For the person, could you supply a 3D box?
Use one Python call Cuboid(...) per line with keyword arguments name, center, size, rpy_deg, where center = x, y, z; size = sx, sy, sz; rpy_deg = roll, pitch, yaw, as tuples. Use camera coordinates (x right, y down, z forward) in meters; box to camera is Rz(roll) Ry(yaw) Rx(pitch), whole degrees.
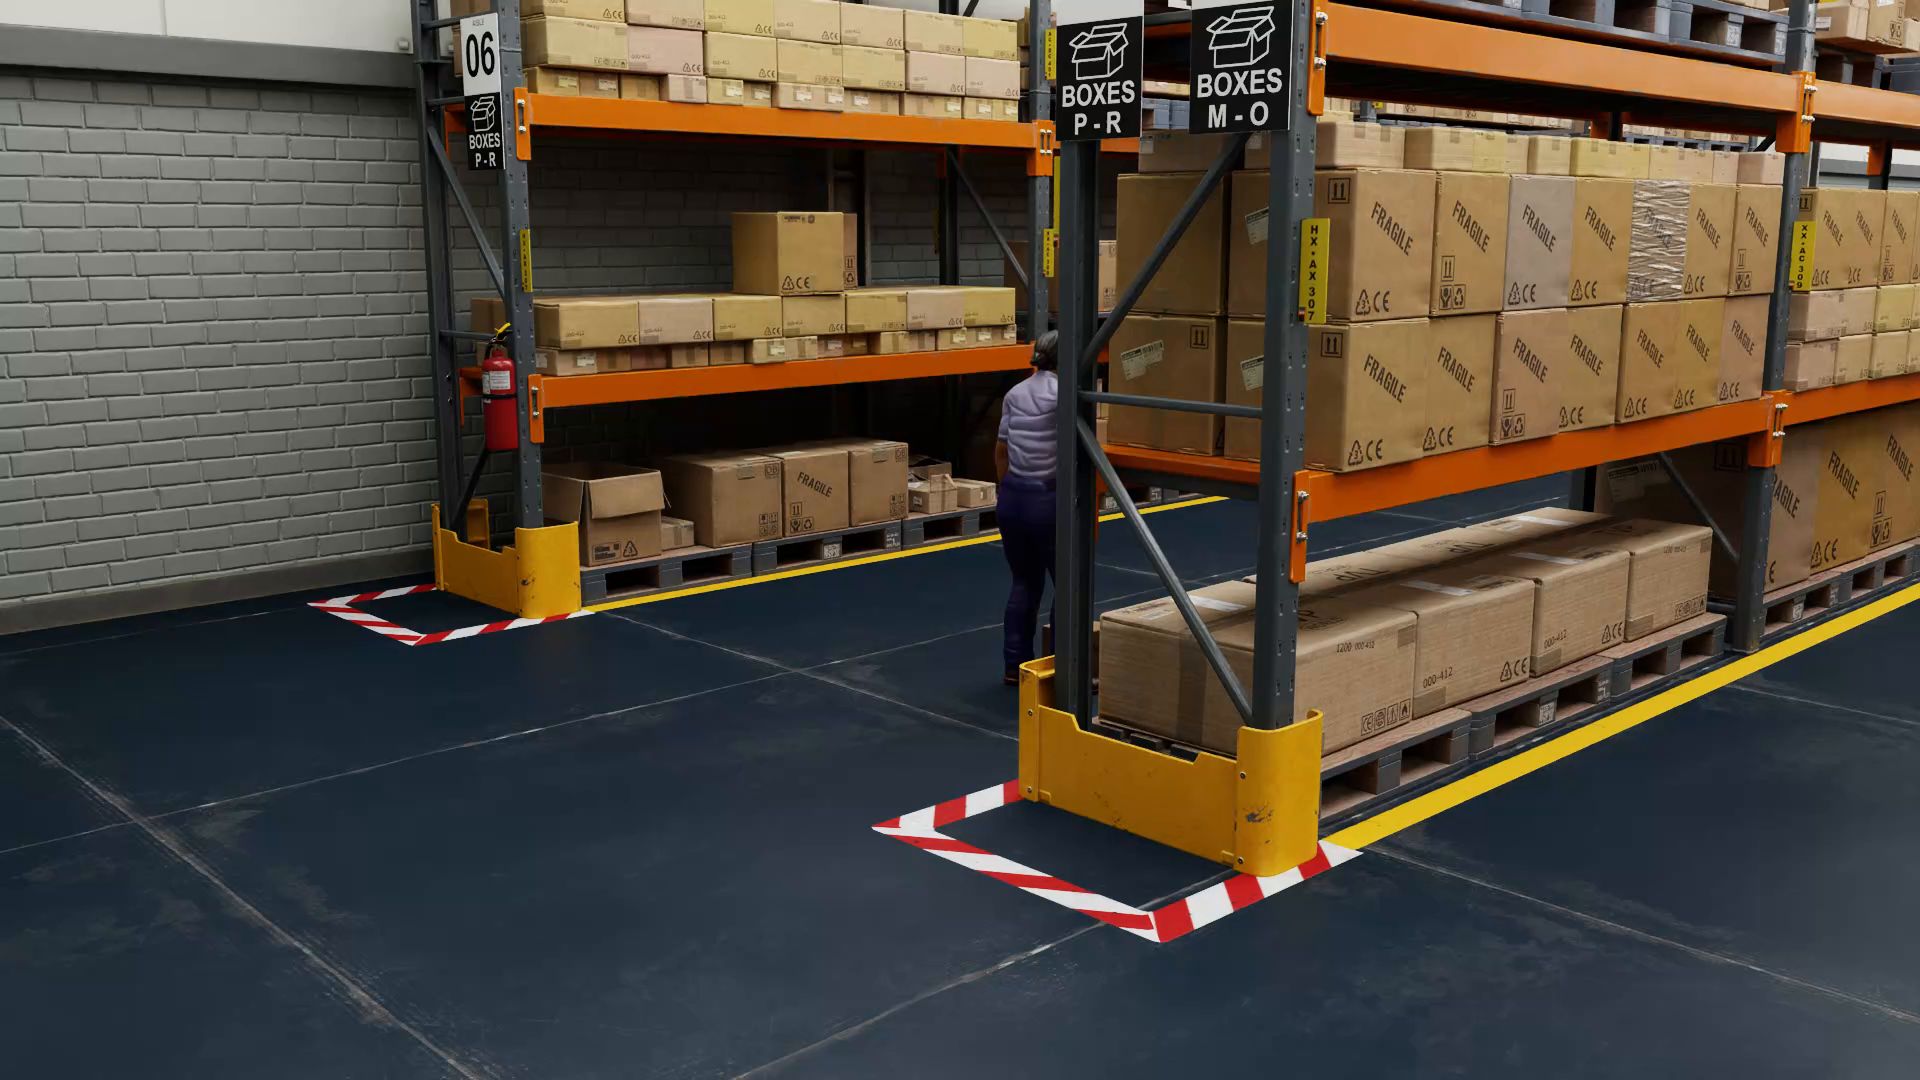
Cuboid(name="person", center=(0.391, -0.129, 7.630), size=(0.367, 1.651, 0.547), rpy_deg=(-10, 15, -43))
